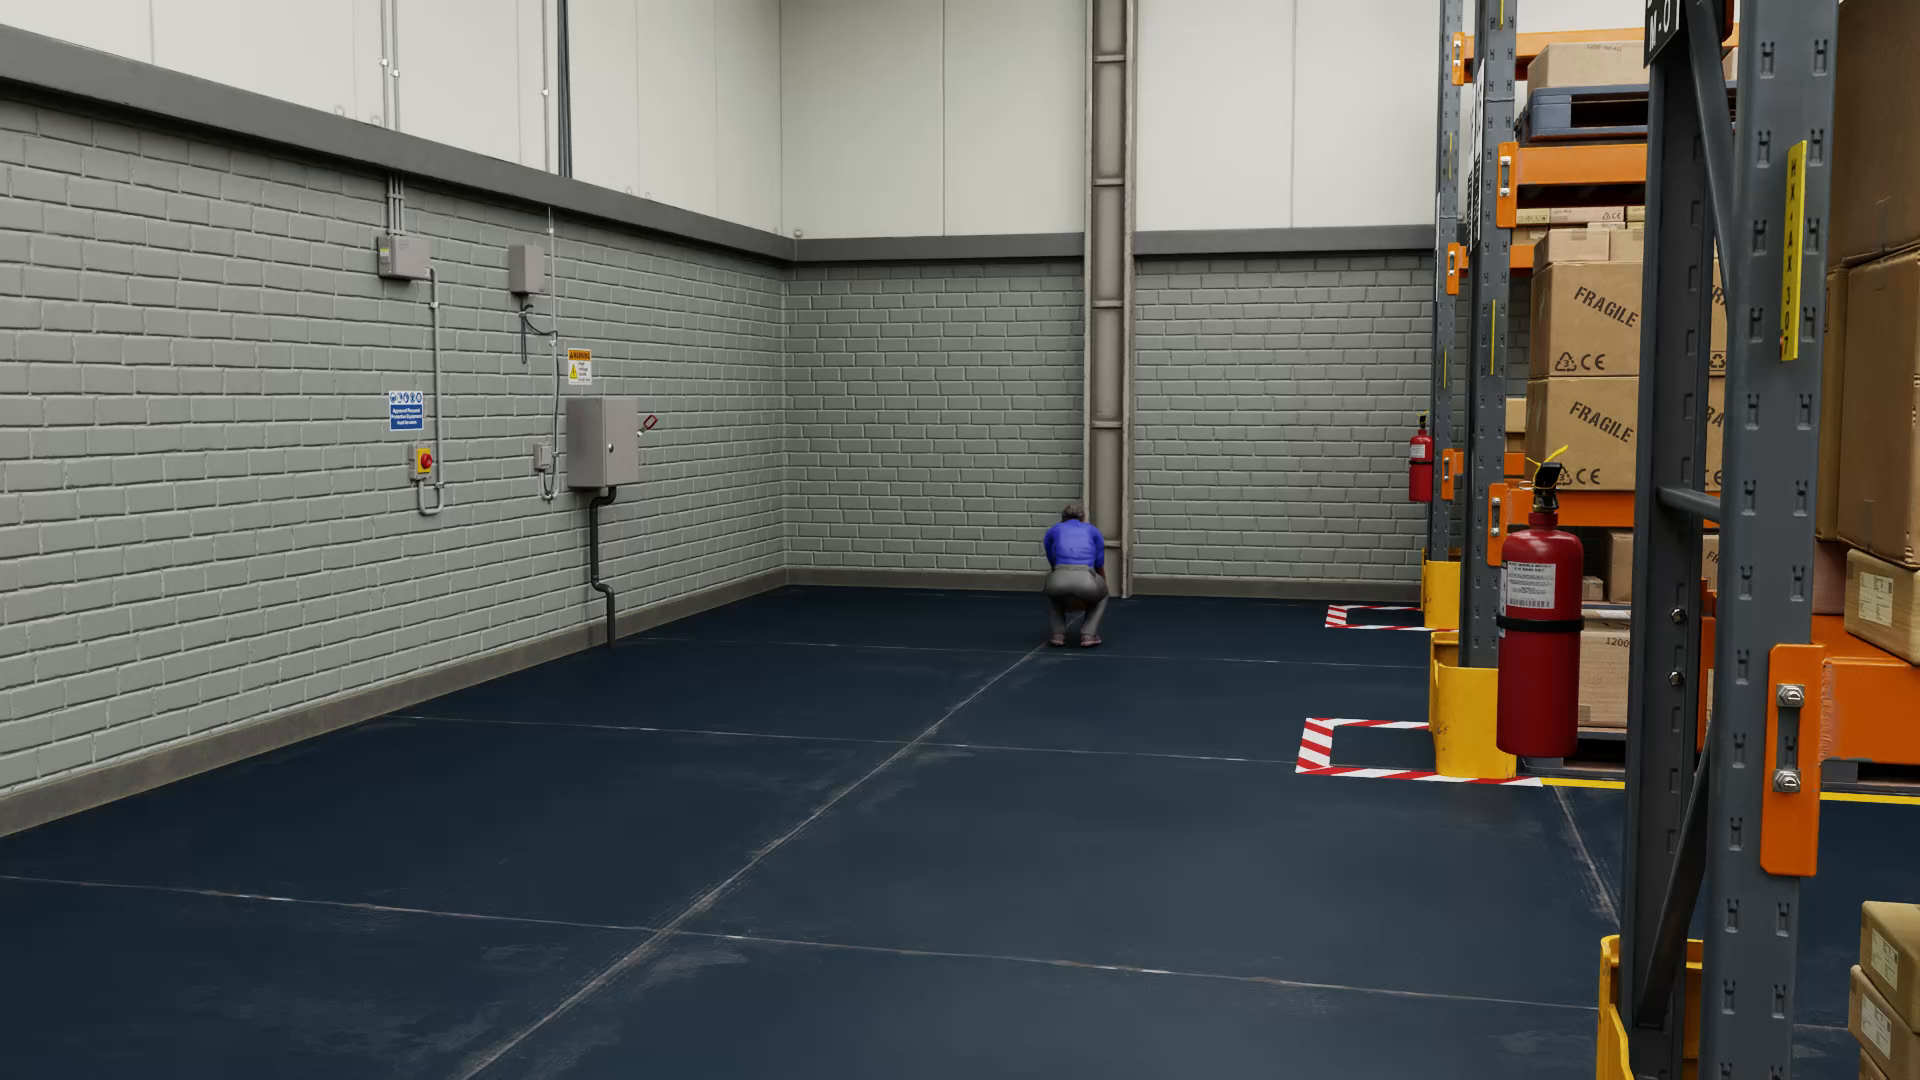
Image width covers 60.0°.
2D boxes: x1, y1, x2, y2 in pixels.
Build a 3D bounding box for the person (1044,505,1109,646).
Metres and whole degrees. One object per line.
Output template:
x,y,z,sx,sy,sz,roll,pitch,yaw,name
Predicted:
0.801,0.249,11.576,0.458,0.960,0.813,1,5,12,person
